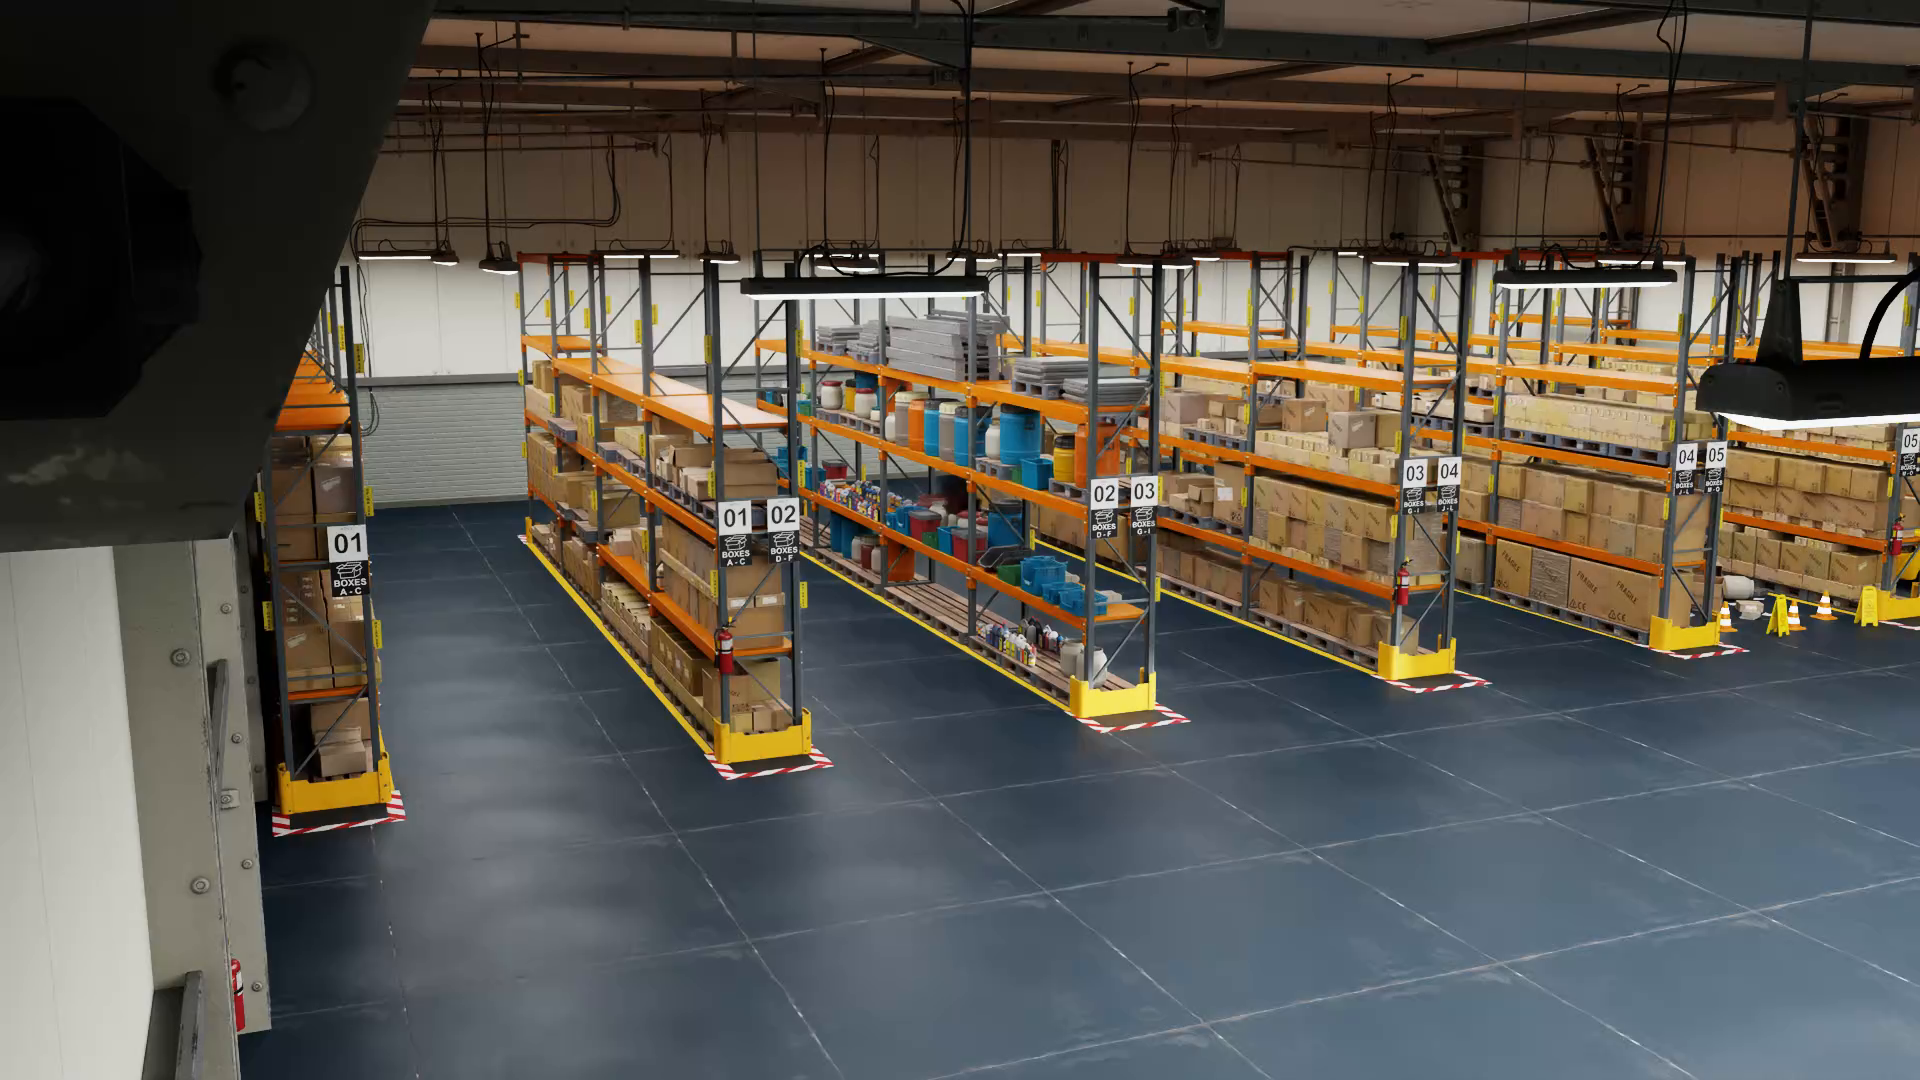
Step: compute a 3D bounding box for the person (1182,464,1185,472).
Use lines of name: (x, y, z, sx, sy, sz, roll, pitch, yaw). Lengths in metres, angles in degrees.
person: (4.474, -0.742, 34.341, 0.694, 1.730, 0.671, -6, 12, -29)

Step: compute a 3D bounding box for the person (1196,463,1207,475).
person: (6.136, -2.176, 42.278, 0.659, 1.677, 0.580, -7, 12, -32)
